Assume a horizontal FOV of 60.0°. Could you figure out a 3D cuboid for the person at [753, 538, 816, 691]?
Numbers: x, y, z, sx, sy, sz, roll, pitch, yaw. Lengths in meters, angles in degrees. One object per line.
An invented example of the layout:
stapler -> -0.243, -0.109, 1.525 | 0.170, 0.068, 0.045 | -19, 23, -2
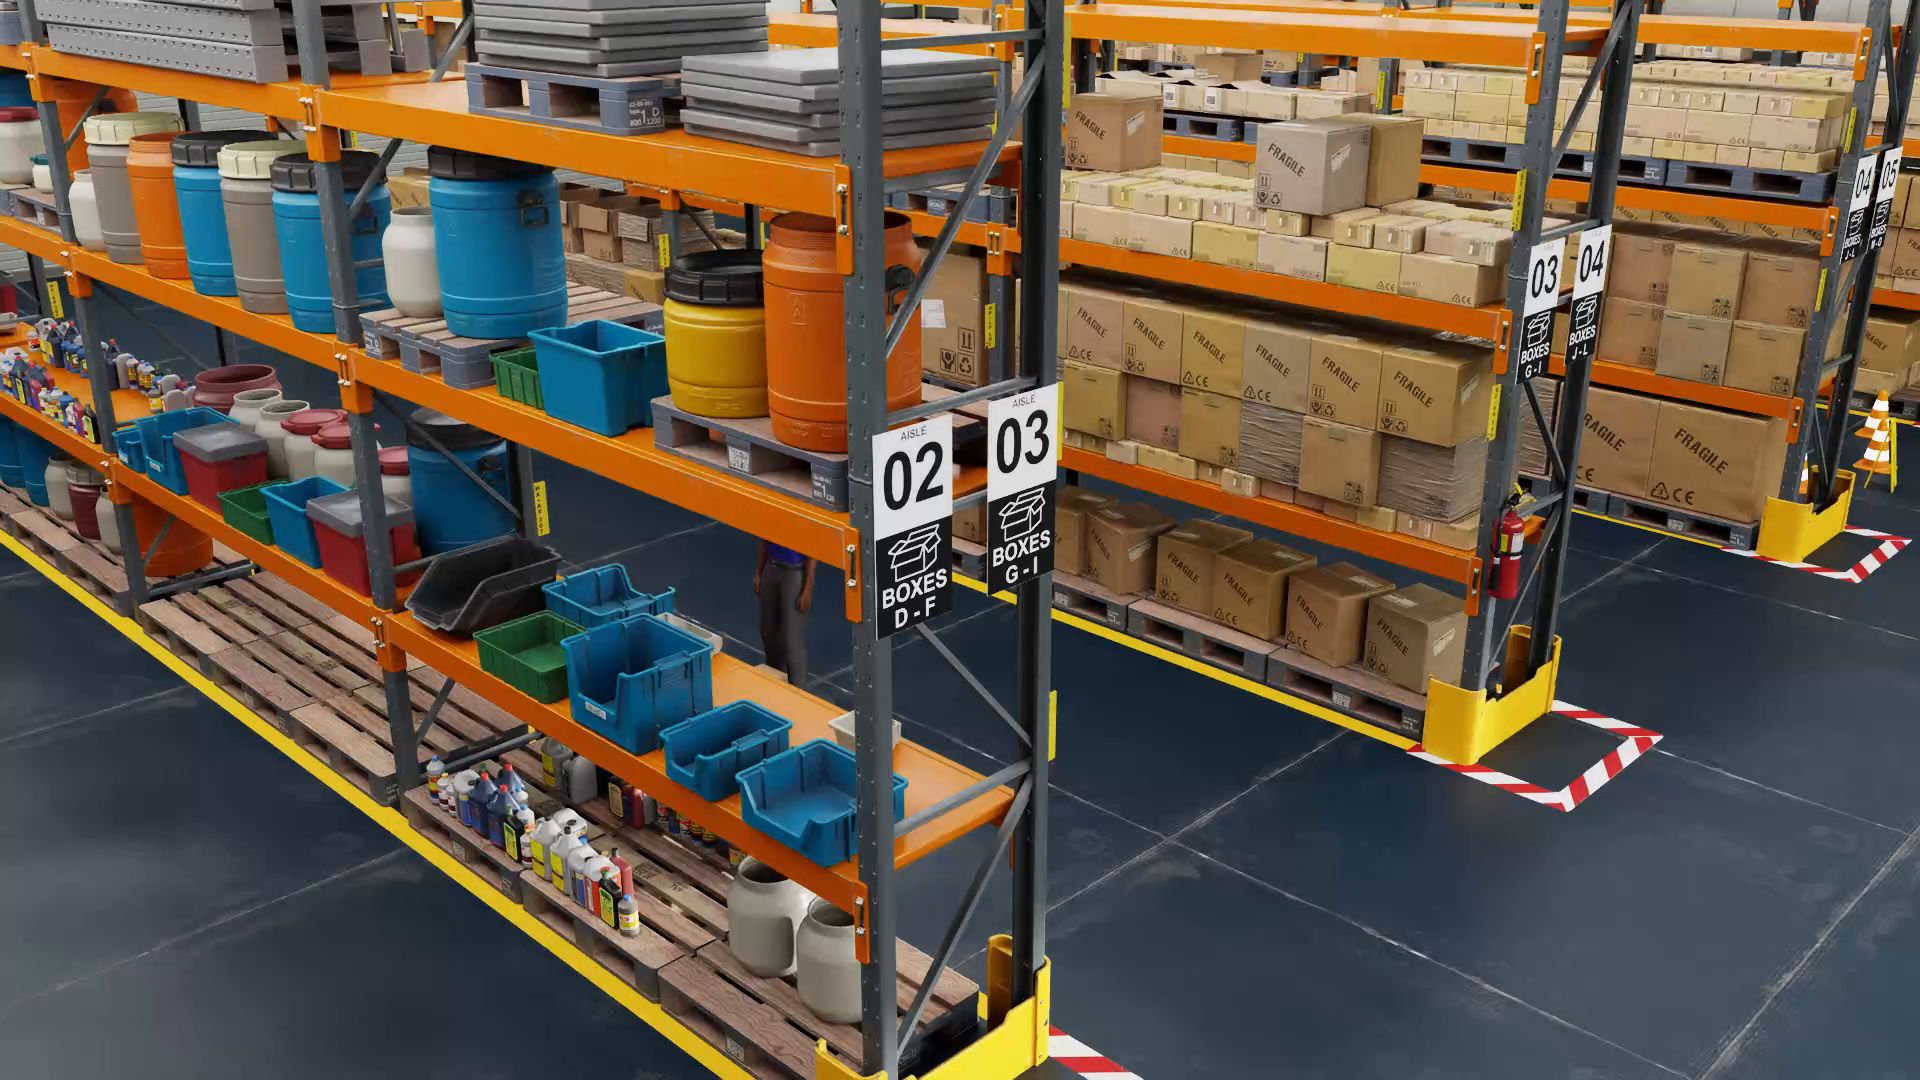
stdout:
person -> -1.163, 0.288, 10.824 | 0.528, 1.656, 0.394 | 18, 27, 39
